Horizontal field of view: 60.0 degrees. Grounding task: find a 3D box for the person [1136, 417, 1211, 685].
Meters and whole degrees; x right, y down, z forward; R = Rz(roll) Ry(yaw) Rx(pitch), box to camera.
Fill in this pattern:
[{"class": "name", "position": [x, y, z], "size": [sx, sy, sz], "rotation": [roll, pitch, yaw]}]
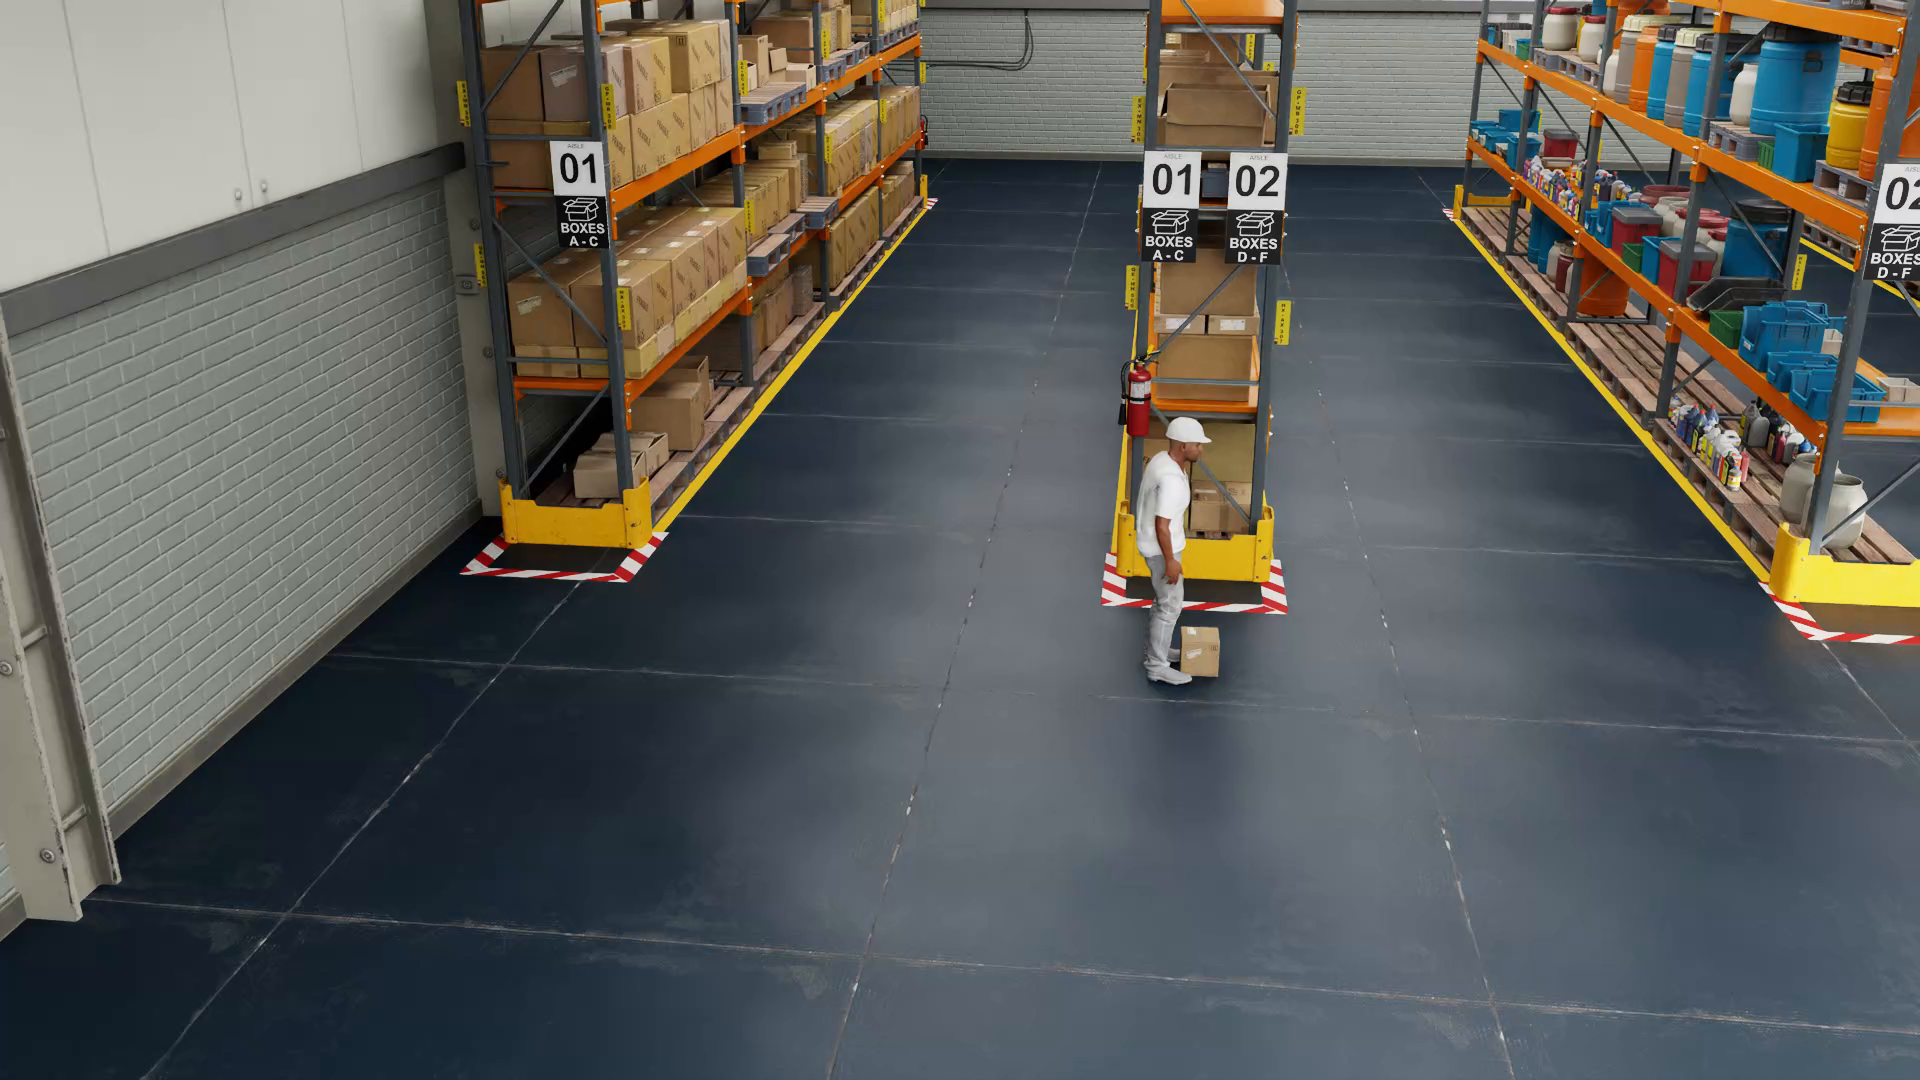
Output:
[{"class": "person", "position": [1.382, 0.044, 10.941], "size": [0.459, 1.760, 0.628], "rotation": [3, 21, 7]}]
